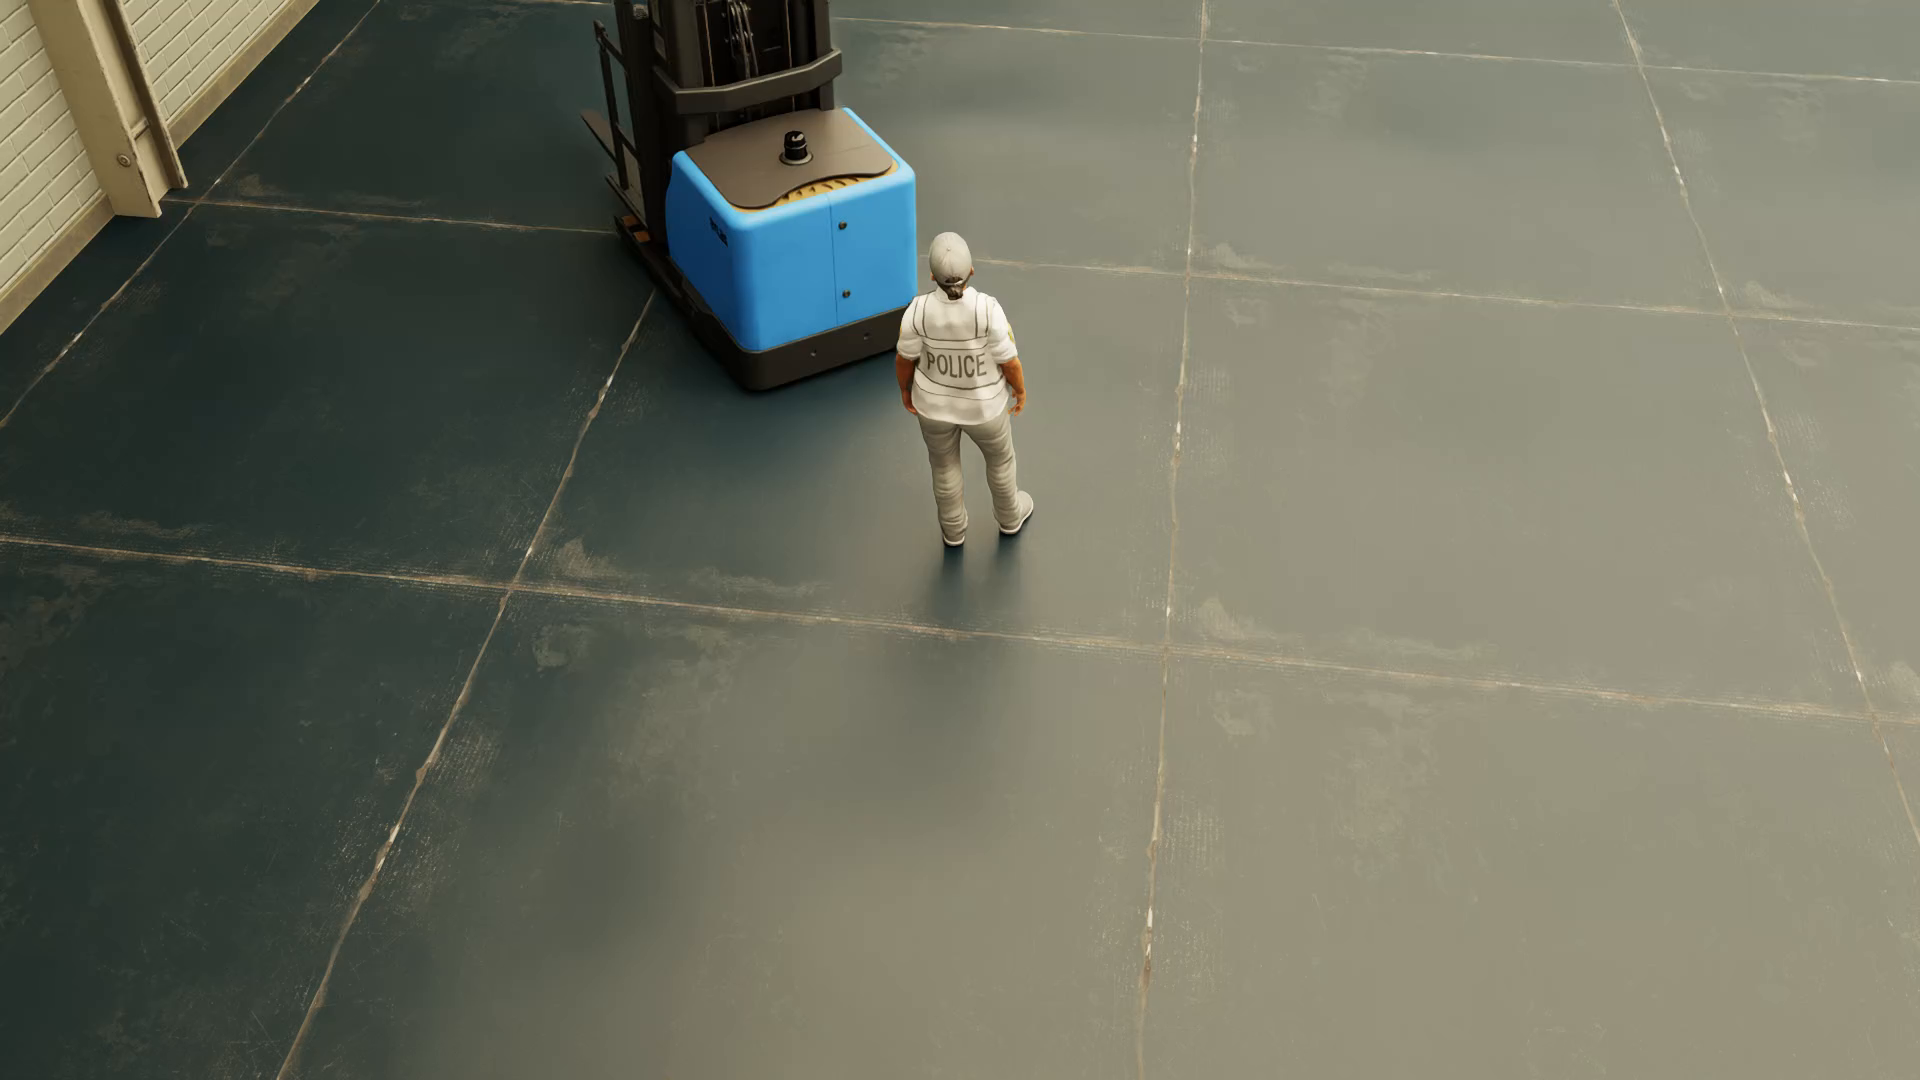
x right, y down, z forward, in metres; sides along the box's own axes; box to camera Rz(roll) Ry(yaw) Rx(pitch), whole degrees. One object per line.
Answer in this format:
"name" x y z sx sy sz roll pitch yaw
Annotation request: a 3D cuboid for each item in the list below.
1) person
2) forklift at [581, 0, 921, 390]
"person" 0.032 -0.669 7.376 0.599 1.670 0.529 5 43 6
"forklift" -1.366 -2.845 8.821 1.130 2.935 3.031 -21 46 -21
